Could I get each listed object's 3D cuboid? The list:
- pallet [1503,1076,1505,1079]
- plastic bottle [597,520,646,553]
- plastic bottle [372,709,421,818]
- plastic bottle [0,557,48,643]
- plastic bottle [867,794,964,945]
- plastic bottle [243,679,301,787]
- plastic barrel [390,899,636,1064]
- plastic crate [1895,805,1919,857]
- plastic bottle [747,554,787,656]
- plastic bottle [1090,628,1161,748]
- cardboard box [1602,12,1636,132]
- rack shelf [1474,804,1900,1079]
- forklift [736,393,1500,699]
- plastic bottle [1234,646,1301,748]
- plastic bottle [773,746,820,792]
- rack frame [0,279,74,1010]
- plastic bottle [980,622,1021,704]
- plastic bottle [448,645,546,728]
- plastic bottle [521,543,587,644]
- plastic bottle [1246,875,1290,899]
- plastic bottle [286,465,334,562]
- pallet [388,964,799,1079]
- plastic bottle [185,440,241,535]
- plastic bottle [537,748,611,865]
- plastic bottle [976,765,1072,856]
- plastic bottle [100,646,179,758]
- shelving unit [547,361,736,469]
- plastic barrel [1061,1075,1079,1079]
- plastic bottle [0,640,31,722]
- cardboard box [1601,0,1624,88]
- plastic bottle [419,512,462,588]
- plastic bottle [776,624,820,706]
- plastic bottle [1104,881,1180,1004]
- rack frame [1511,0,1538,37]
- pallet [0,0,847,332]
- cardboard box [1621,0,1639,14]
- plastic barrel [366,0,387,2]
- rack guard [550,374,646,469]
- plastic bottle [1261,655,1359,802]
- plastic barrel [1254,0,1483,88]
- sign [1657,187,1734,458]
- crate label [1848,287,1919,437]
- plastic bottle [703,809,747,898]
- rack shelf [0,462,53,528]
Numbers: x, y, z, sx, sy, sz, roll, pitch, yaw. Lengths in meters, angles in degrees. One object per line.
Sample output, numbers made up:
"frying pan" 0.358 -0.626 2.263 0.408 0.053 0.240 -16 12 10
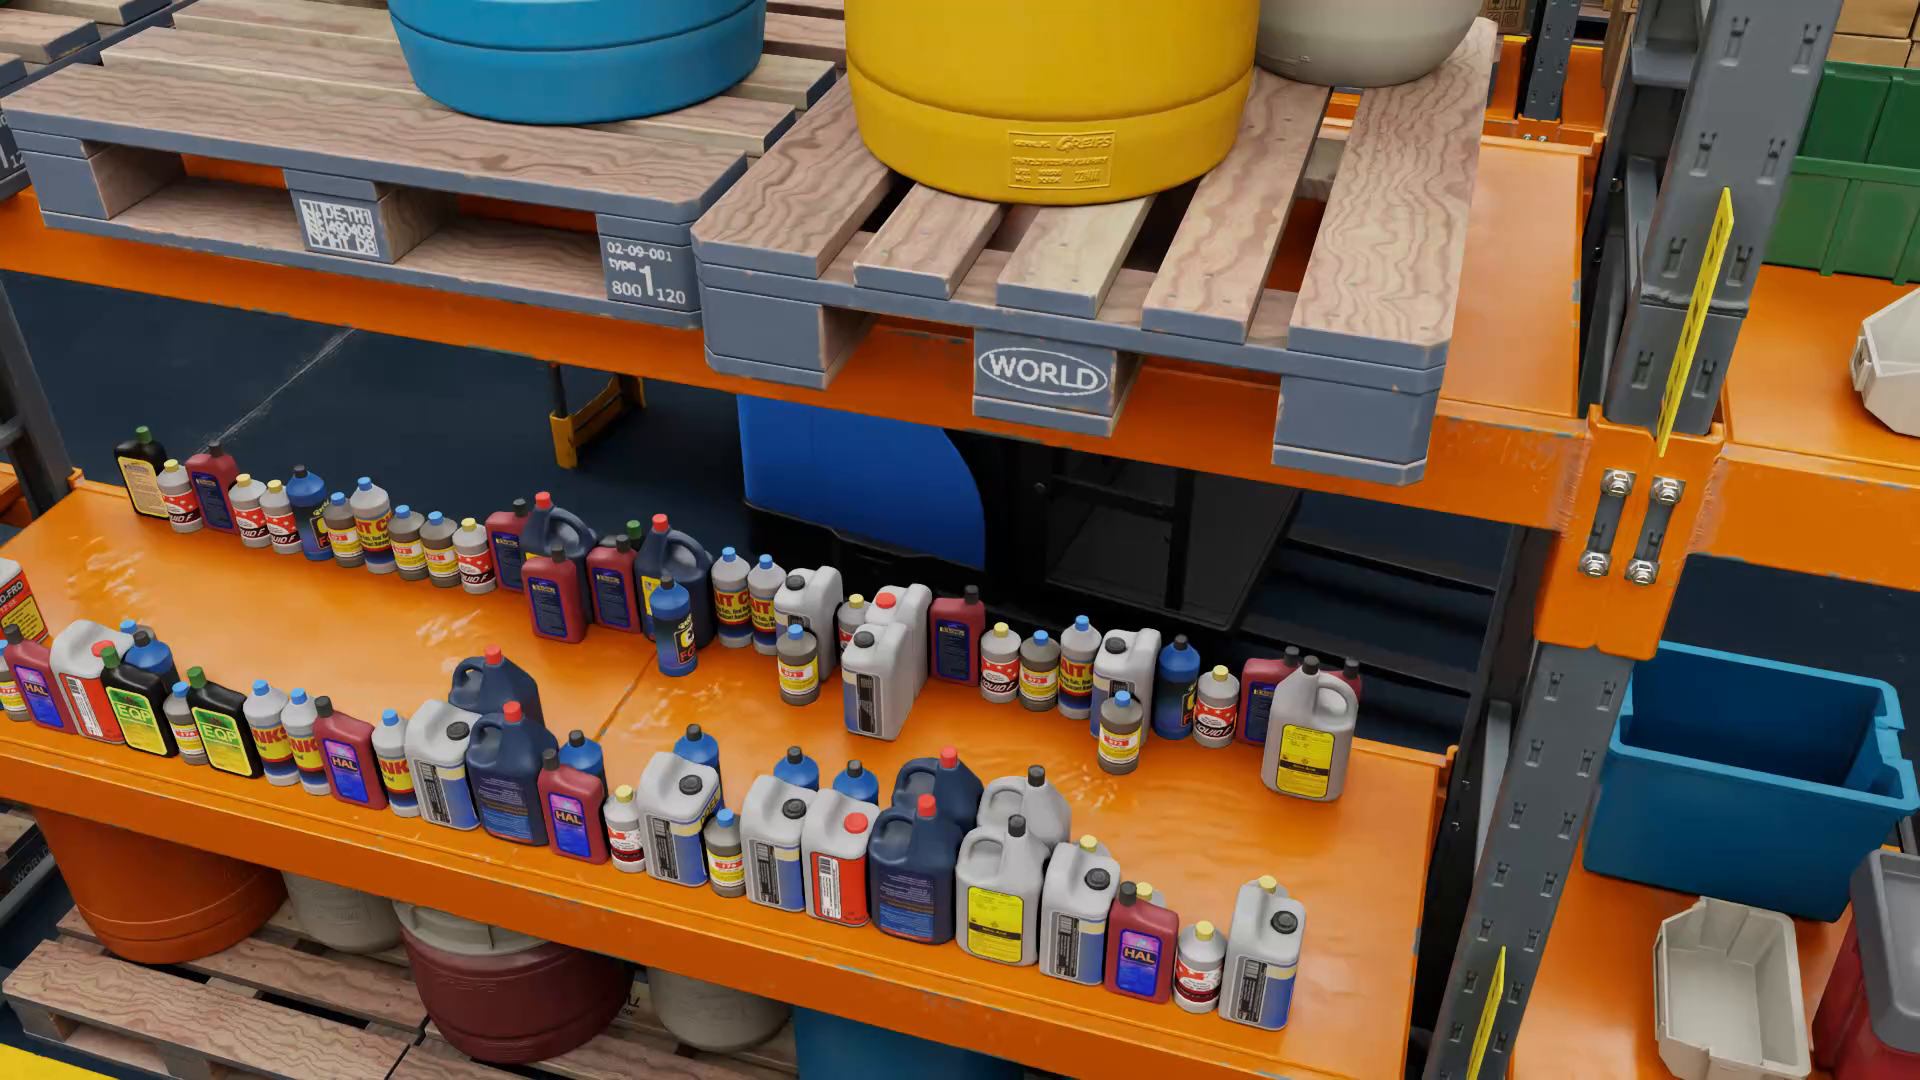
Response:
"pallet" 1.777 1.870 4.031 1.213 0.211 1.003 10 38 14
"plastic bottle" -0.847 0.068 4.226 0.133 0.283 0.061 10 38 14
"plastic bottle" -1.233 0.483 3.671 0.097 0.271 0.097 0 36 0
"plastic bottle" -2.393 0.155 4.113 0.135 0.276 0.152 10 38 14
"plastic bottle" -0.088 0.649 3.379 0.185 0.351 0.144 10 38 14
"plastic bottle" -1.546 0.425 3.750 0.097 0.271 0.097 0 36 0
"plastic barrel" -1.205 1.011 4.526 0.708 0.588 0.600 10 38 14
"plastic crate" 2.212 0.772 3.353 0.590 0.125 0.437 10 38 14
"plastic bottle" -0.473 0.153 4.120 0.097 0.271 0.097 0 36 0
"plastic bottle" 0.386 0.327 3.880 0.135 0.276 0.152 10 38 14
"cardboard box" 2.949 -1.959 6.796 0.500 0.500 0.500 11 38 15
"rack shelf" 2.972 1.282 3.084 4.000 0.370 1.077 10 38 14
"forklift" 0.712 -0.987 5.618 3.031 2.935 1.130 15 39 20
"plastic bottle" 0.713 0.356 3.834 0.133 0.283 0.061 10 38 14
"plastic bottle" -0.348 0.553 3.577 0.097 0.271 0.097 0 36 0
"rack frame" -2.755 -0.068 4.312 0.127 3.000 1.000 10 38 14
"plastic bottle" 0.098 0.287 3.998 0.097 0.201 0.097 0 36 0
"plastic bottle" -1.046 0.377 3.749 0.185 0.351 0.144 10 38 14
"plastic bottle" -1.017 0.126 4.147 0.133 0.283 0.061 10 38 14
"plastic bottle" 0.610 0.759 3.356 0.097 0.201 0.097 0 36 0
"plastic bottle" -1.731 -0.080 4.437 0.097 0.271 0.097 0 36 0
"pallet" -0.829 1.388 4.686 1.213 0.211 1.003 10 38 14
"plastic bottle" -2.021 -0.150 4.522 0.133 0.283 0.061 10 38 14
"plastic bottle" -0.824 0.566 3.549 0.133 0.283 0.061 10 38 14
"plastic bottle" 0.131 0.600 3.446 0.185 0.351 0.144 10 38 14
"plastic bottle" -1.882 0.370 3.815 0.133 0.283 0.061 10 38 14
"shelving unit" -1.133 -0.950 6.776 1.083 1.500 0.587 15 39 20
"plastic barrel" 0.549 1.209 3.992 0.708 0.901 0.600 10 38 14
"plastic bottle" -2.243 0.325 3.946 0.097 0.201 0.097 0 36 0
"cardboard box" 3.098 -2.260 7.206 0.500 0.500 0.500 11 38 15
"plastic bottle" -1.359 0.017 4.364 0.097 0.201 0.097 0 36 0
"plastic bottle" -0.389 0.291 3.992 0.097 0.201 0.097 0 36 0
"plastic bottle" 0.356 0.784 3.252 0.133 0.283 0.061 10 38 14
"rack frame" 4.018 -4.966 10.967 0.127 3.000 1.000 10 38 14
"pallet" -0.797 -0.775 2.901 1.213 0.211 1.003 10 38 14
"cardboard box" 2.910 -2.363 6.503 0.500 0.500 0.500 11 38 15
"plastic barrel" -1.017 -1.272 2.948 0.433 0.535 0.433 0 36 0
"rack guard" -1.586 -0.570 7.314 0.087 0.250 0.587 15 39 20
"plastic bottle" 0.785 0.406 3.709 0.185 0.351 0.144 10 38 14
"plastic barrel" 0.636 -1.028 2.616 0.433 0.535 0.433 0 36 0
"sign" 0.898 -0.262 2.037 0.005 0.325 0.100 10 38 14
"crate label" 1.444 -0.213 2.200 0.466 0.136 0.293 10 38 14
"plastic bottle" -0.487 0.650 3.504 0.097 0.201 0.097 0 36 0
"rack shelf" -4.664 -0.132 5.005 4.000 0.370 1.077 10 38 14
